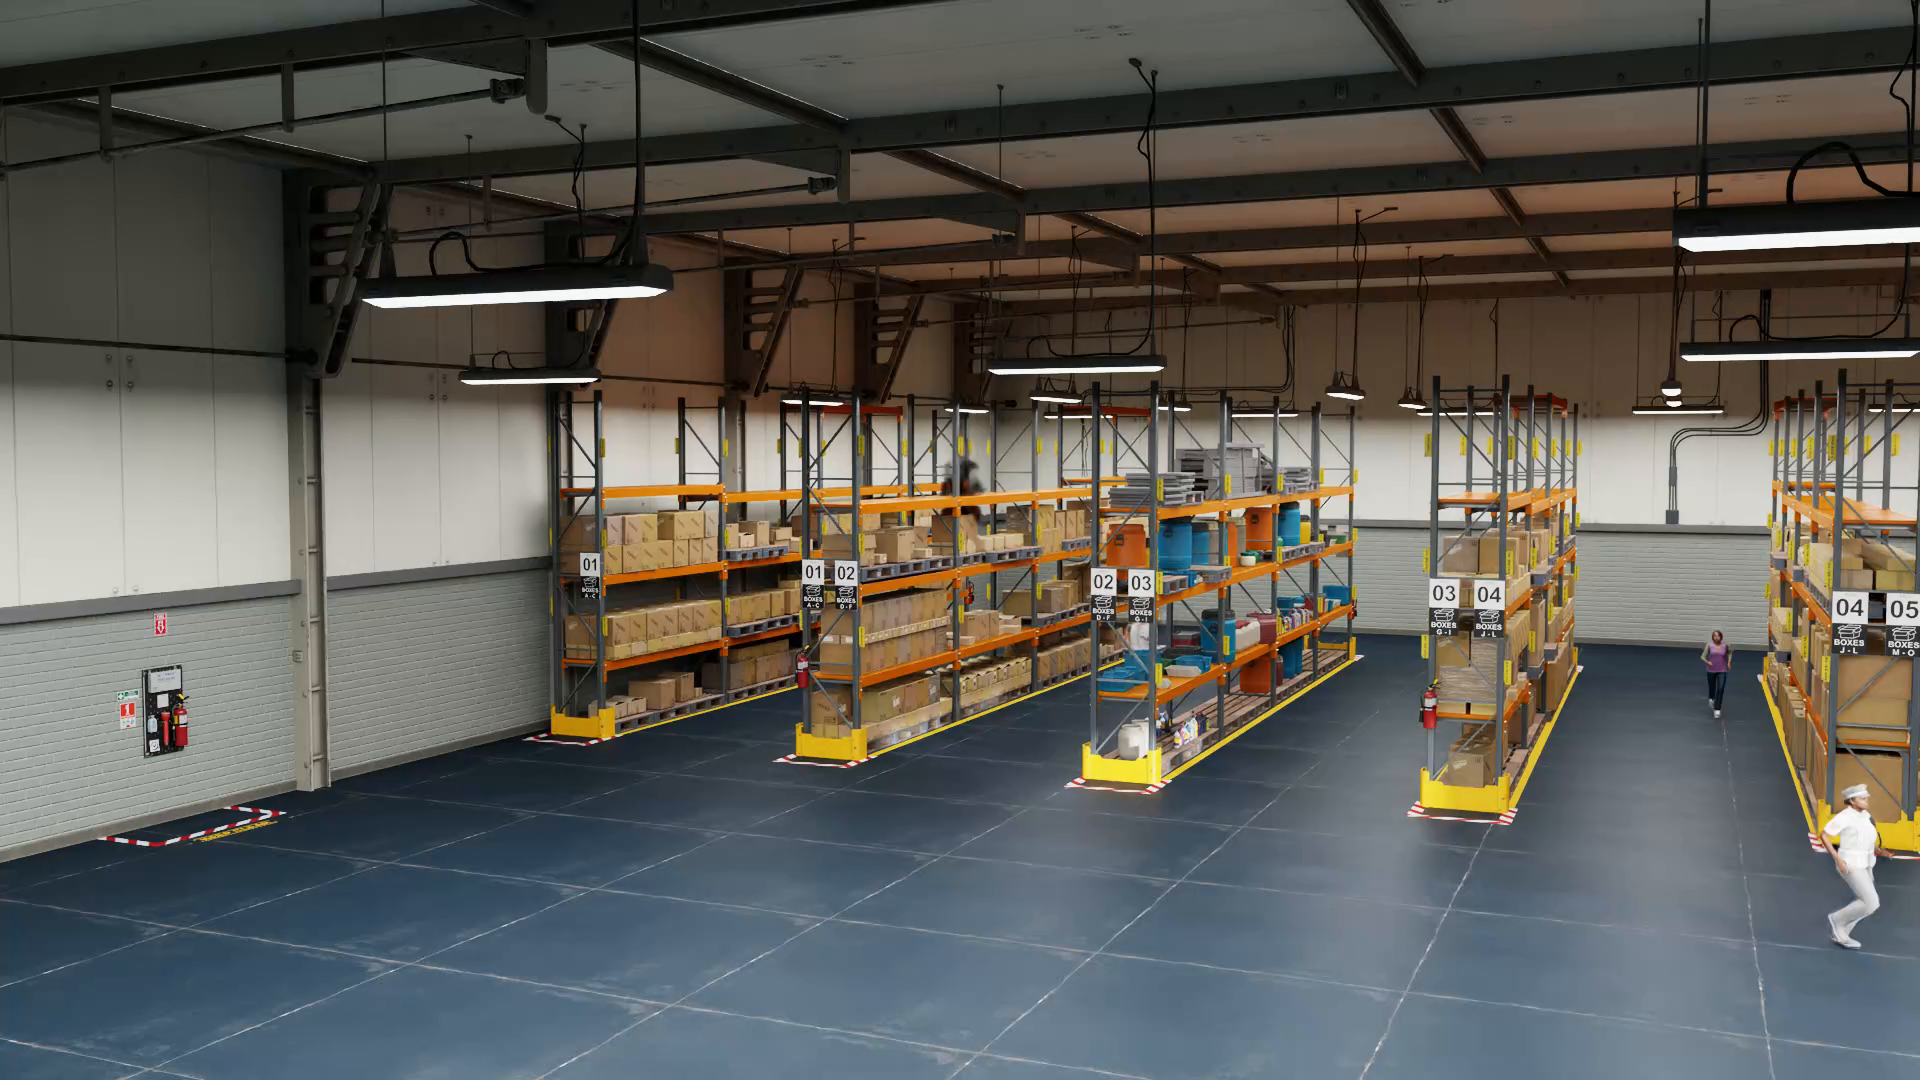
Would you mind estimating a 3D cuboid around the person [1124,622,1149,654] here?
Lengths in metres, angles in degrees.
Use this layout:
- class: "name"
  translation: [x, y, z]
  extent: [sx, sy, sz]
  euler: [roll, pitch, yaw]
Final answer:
- class: "person"
  translation: [3.615, 2.250, 33.419]
  extent: [0.650, 1.840, 0.826]
  euler: [1, 3, 12]

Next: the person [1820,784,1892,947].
- class: "person"
  translation: [8.963, 3.253, 16.550]
  extent: [0.560, 1.654, 0.576]
  euler: [-2, 4, -33]

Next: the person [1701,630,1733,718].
- class: "person"
  translation: [14.185, 2.485, 31.174]
  extent: [0.553, 1.597, 0.878]
  euler: [1, 3, 21]
